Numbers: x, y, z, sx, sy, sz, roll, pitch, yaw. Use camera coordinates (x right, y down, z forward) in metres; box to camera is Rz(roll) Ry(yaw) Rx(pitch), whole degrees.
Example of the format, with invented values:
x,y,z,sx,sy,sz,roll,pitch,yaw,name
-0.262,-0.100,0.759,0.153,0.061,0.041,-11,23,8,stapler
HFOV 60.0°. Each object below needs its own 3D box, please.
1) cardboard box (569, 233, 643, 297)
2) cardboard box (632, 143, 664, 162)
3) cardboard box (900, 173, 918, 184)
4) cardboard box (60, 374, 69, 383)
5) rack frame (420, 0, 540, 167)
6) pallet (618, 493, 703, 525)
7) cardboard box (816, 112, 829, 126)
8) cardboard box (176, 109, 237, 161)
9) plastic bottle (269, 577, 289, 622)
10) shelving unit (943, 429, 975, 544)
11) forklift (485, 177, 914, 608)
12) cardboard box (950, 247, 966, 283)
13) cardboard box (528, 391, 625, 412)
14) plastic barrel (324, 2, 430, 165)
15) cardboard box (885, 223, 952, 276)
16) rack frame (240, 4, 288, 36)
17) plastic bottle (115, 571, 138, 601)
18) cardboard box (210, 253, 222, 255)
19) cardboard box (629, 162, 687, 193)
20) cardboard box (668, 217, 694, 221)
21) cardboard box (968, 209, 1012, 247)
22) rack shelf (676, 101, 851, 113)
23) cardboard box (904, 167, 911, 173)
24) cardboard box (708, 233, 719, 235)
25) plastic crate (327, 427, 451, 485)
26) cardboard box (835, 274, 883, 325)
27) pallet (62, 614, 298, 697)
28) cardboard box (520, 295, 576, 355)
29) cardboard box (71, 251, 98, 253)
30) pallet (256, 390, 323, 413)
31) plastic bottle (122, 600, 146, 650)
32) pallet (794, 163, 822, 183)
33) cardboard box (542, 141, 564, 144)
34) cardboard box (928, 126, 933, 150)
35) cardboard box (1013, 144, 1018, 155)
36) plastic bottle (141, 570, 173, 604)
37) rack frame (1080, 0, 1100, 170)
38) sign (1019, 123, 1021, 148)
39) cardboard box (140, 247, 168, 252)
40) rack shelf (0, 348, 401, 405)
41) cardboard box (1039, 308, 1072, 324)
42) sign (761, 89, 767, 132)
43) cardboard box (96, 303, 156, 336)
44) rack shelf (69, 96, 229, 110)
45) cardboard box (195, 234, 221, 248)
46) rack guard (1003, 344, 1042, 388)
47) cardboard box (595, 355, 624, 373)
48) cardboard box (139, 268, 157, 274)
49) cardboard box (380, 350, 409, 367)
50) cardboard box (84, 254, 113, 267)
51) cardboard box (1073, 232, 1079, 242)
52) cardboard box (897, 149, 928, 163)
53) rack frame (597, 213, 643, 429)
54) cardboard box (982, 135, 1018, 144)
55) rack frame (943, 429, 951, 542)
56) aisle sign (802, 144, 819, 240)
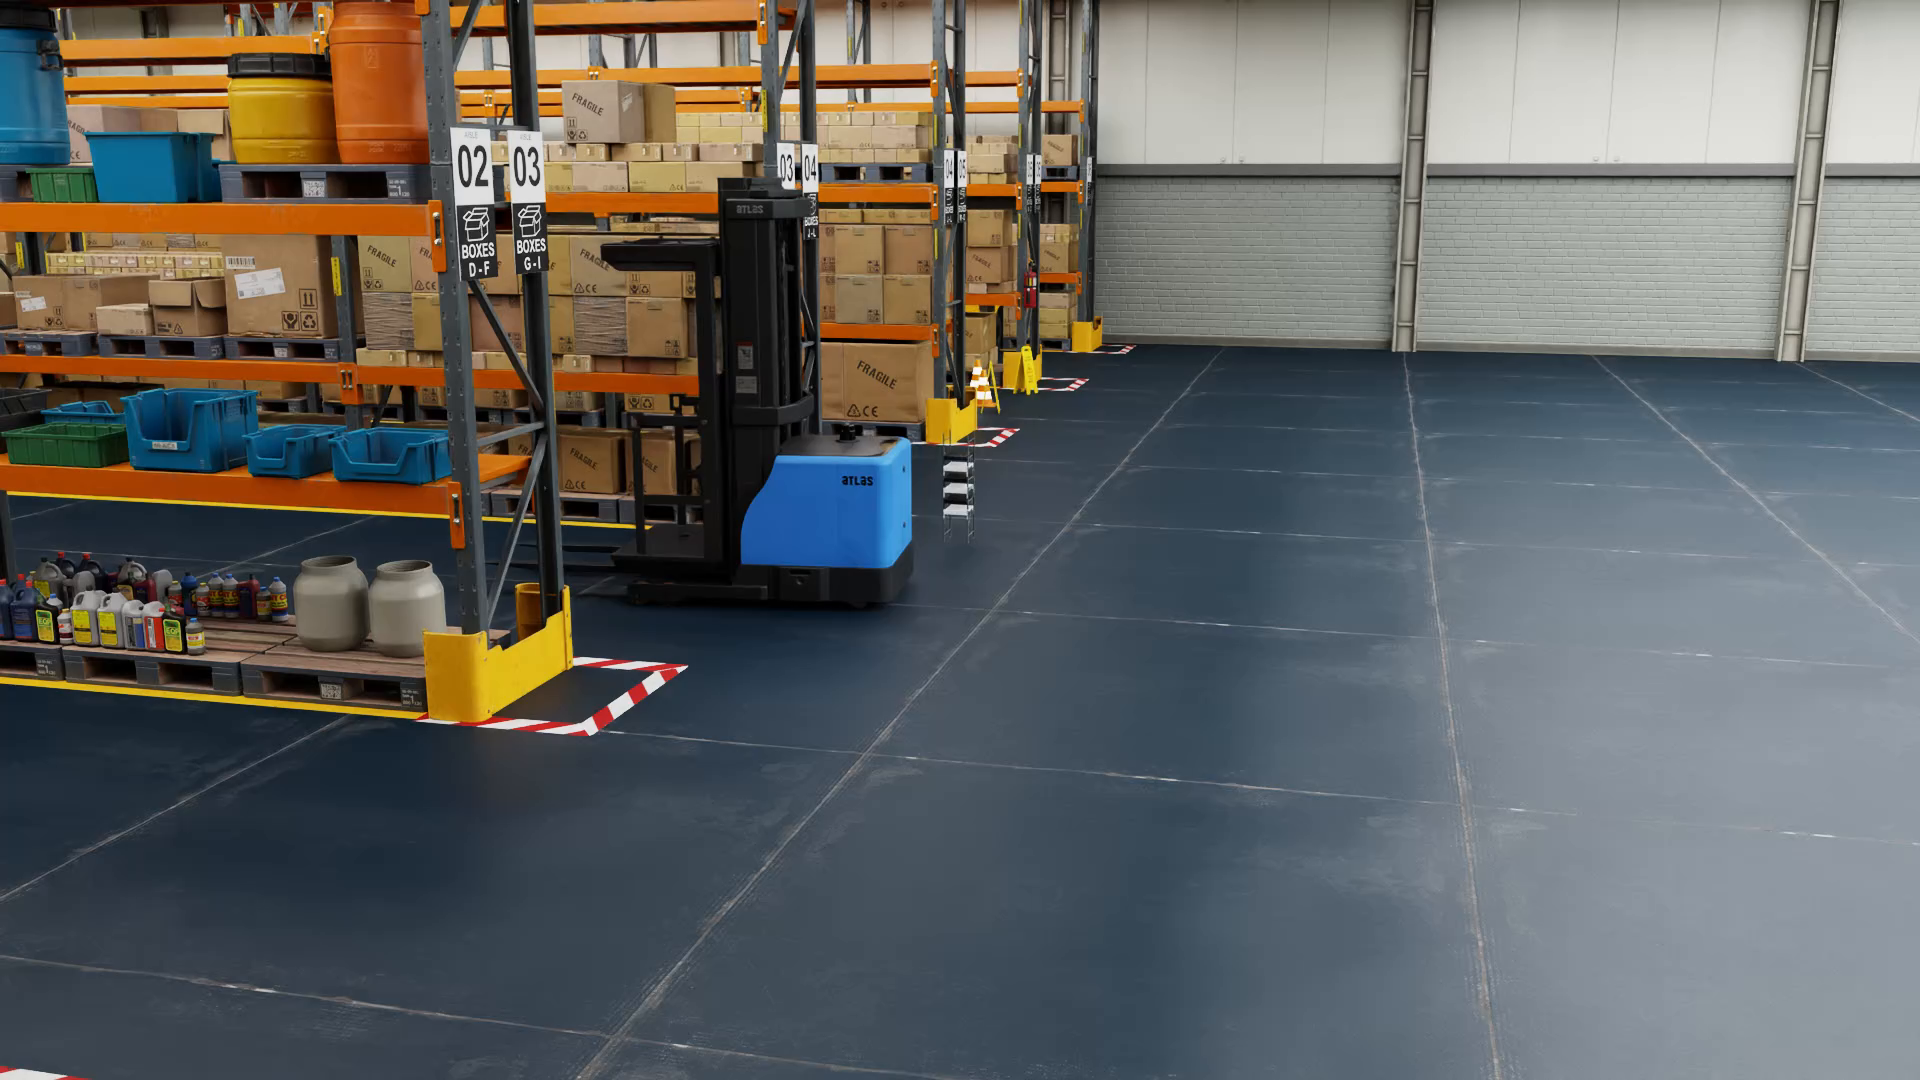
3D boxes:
x,y,z,sx,sy,sz,roll,pitch,yaw,name
-2.967,-2.341,14.132,0.500,0.500,0.500,3,13,14,cardboard box
-2.512,-3.203,13.744,0.250,0.149,0.380,3,13,14,cardboard box
-0.678,-5.088,23.398,0.250,0.149,0.380,3,13,12,cardboard box
-12.043,-2.191,22.296,0.250,0.149,0.380,2,13,11,cardboard box
-2.589,-3.518,8.814,0.127,3.000,1.000,3,13,14,rack frame
-2.256,-0.323,14.702,1.213,0.211,1.003,3,13,14,pallet
-1.509,-4.652,18.391,0.250,0.149,0.380,3,13,14,cardboard box
-6.633,-3.652,15.136,0.637,0.503,0.797,4,13,16,cardboard box
-4.275,0.368,10.431,0.097,0.271,0.097,0,13,0,plastic bottle
-0.008,-0.440,13.638,0.210,0.900,0.258,3,13,14,shelving unit
-1.902,-1.082,11.842,3.031,2.935,1.130,2,13,7,forklift
-0.106,-3.906,23.496,0.500,0.500,0.500,3,13,14,cardboard box
-4.624,-1.996,20.030,0.750,0.750,1.050,3,13,13,cardboard box
-3.091,-2.467,9.040,0.708,0.830,0.600,3,13,14,plastic barrel
-0.467,-3.296,18.826,0.550,0.550,0.875,3,13,14,cardboard box
-10.678,-7.266,25.708,0.127,3.000,1.000,3,13,14,rack frame
-5.278,0.337,10.545,0.133,0.283,0.061,3,13,14,plastic bottle
-9.304,-3.576,21.162,0.250,0.149,0.380,4,13,16,cardboard box
-2.417,-3.019,13.836,0.500,0.250,0.500,3,13,14,cardboard box
-4.086,-4.647,24.371,0.250,0.149,0.380,3,13,12,cardboard box
0.424,-4.377,23.313,0.500,0.500,0.700,3,13,12,cardboard box
-3.667,-7.452,29.132,4.000,0.370,1.077,3,13,14,rack shelf
-0.582,-5.273,23.310,0.500,0.250,0.500,3,13,15,cardboard box
-1.871,-2.399,14.394,0.500,0.500,0.500,3,13,14,cardboard box
-3.147,-0.480,9.313,0.616,0.251,0.499,3,13,14,plastic crate
-1.026,-2.775,18.971,0.550,0.550,0.875,3,13,14,cardboard box
-4.642,0.671,10.222,1.213,0.211,1.003,3,13,14,pallet
-3.402,-1.923,14.559,0.500,0.500,0.875,3,13,14,cardboard box
-11.330,-3.684,21.651,0.250,0.149,0.380,4,13,16,cardboard box
-8.641,-1.763,21.193,1.213,0.211,1.003,3,13,14,pallet
-4.850,0.497,9.843,0.135,0.276,0.152,3,13,12,plastic bottle
-2.027,-4.189,18.968,1.213,0.211,1.003,3,13,14,pallet
-4.723,-4.524,19.420,0.500,0.250,0.500,3,13,14,cardboard box
-0.523,-4.538,18.795,0.500,0.250,0.500,3,13,13,cardboard box
0.676,-5.507,23.444,0.250,0.149,0.380,3,13,13,cardboard box
-5.121,0.327,10.607,0.135,0.276,0.152,3,13,15,plastic bottle
2.158,-7.687,27.607,0.127,3.000,1.000,3,13,14,rack frame
0.820,-5.496,22.609,0.005,0.325,0.100,3,13,14,sign
-12.687,-4.435,26.569,0.500,0.500,0.500,4,13,15,cardboard box
-7.228,-1.591,15.640,4.000,0.370,1.077,3,13,14,rack shelf
1.610,-3.825,28.273,0.500,0.250,0.500,3,13,13,cardboard box
-1.555,-3.412,13.216,0.005,0.325,0.100,3,13,14,sign
-7.597,-2.042,15.390,0.500,0.250,0.500,3,13,12,cardboard box
-12.620,-6.823,26.297,4.000,0.370,1.077,3,13,14,rack shelf
-11.693,-4.869,26.214,0.500,0.500,0.500,3,13,13,cardboard box
0.898,-2.498,23.840,0.348,0.500,1.175,3,13,14,rack guard
-2.946,-1.541,14.333,0.250,0.149,0.380,3,13,14,cardboard box
-9.975,-3.321,20.700,0.250,0.149,0.380,3,13,12,cardboard box
-4.910,-1.625,14.715,0.250,0.149,0.380,3,13,14,cardboard box
-10.732,-3.506,20.849,0.250,0.149,0.380,3,13,13,cardboard box
1.891,-5.196,28.501,0.250,0.149,0.380,3,13,12,cardboard box
-0.520,-4.210,18.238,0.250,0.149,0.380,3,13,13,cardboard box
-3.999,-2.876,19.772,0.127,3.000,1.000,3,13,14,rack frame
0.699,-6.572,28.072,0.500,0.500,0.700,3,13,14,cardboard box
-0.107,-0.445,13.662,0.006,0.900,0.240,3,13,14,rack frame
-1.270,-2.960,14.147,0.004,0.787,0.394,3,13,14,aisle sign
